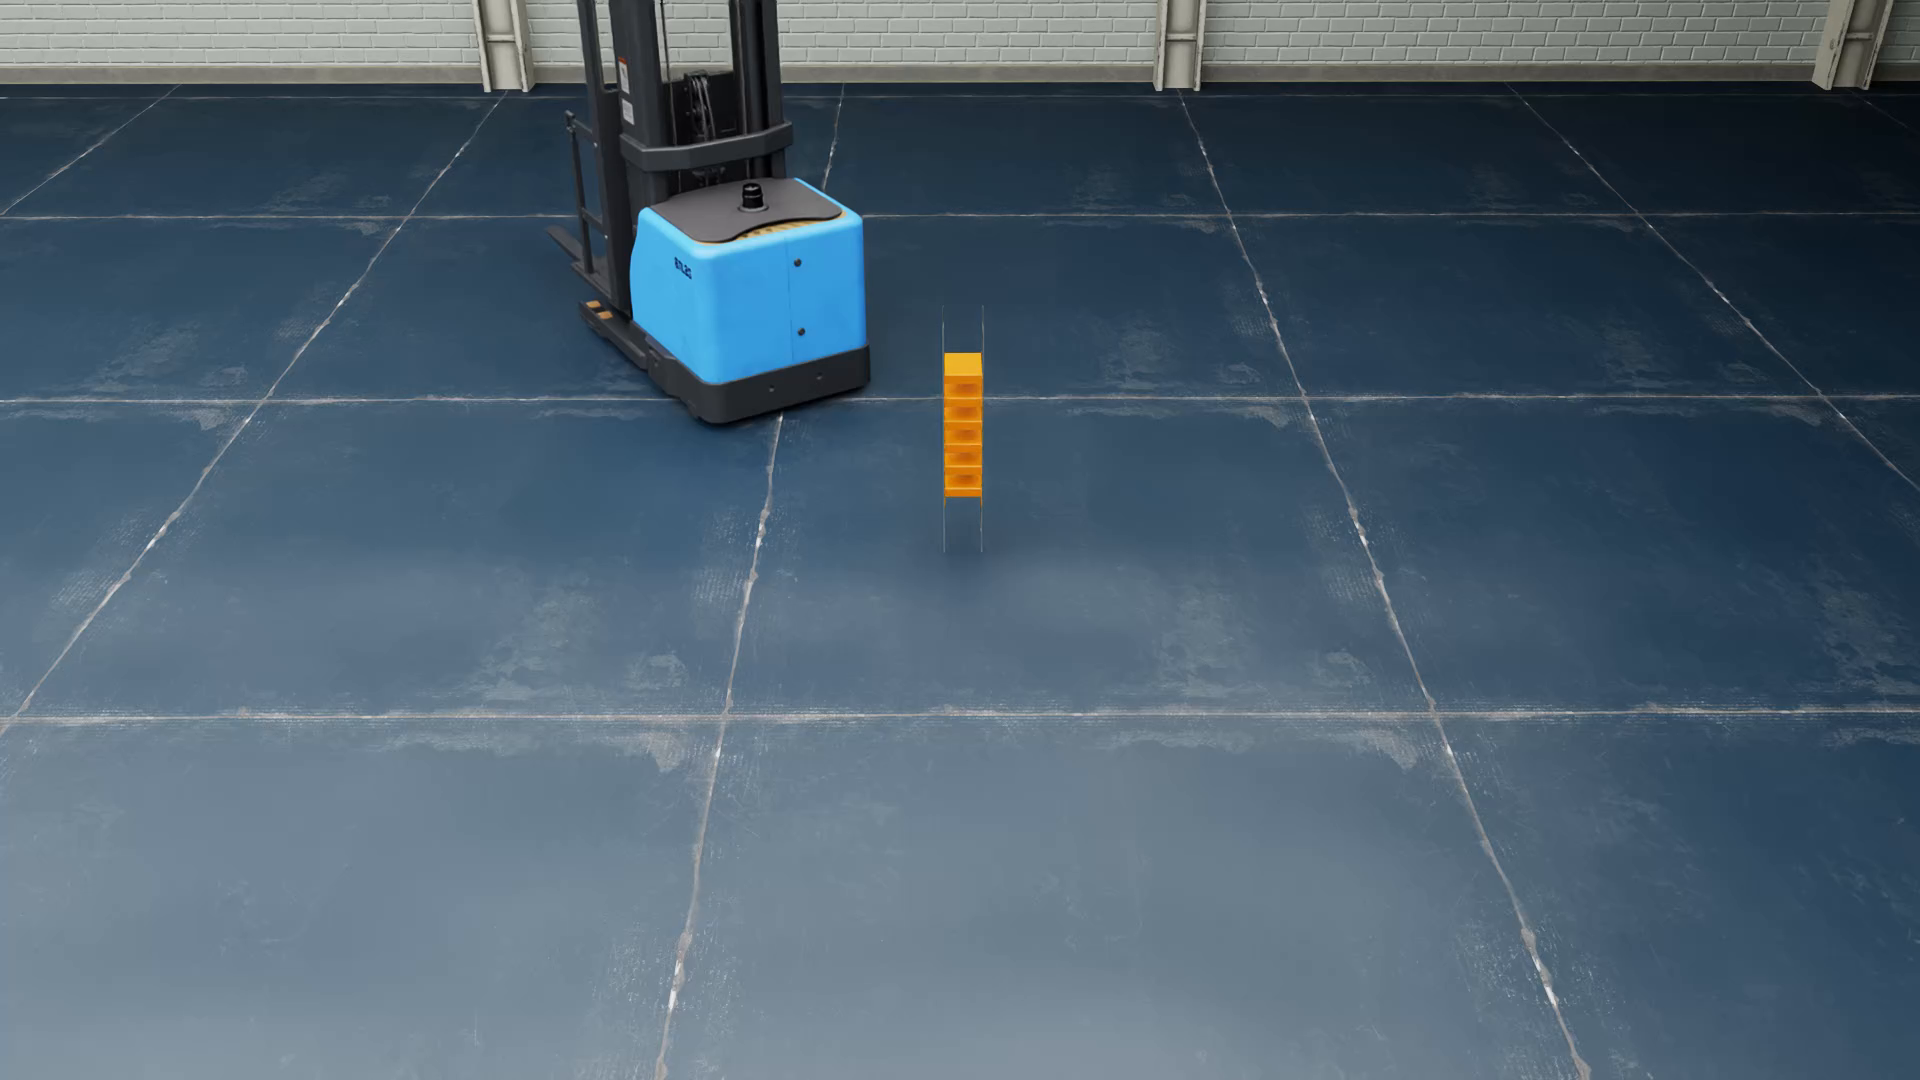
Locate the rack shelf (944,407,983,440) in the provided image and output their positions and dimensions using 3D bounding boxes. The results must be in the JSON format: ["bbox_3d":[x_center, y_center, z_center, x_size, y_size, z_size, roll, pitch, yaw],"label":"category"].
[{"bbox_3d":[0.014,-0.578,7.900,0.180,0.103,0.258,0,31,0],"label":"rack shelf"}]

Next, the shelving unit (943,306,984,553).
[{"bbox_3d":[0.014,-0.513,7.939,0.189,1.200,0.258,0,31,0],"label":"shelving unit"}]

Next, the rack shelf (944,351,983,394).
[{"bbox_3d":[0.014,-0.783,7.775,0.180,0.103,0.258,0,31,0],"label":"rack shelf"}]

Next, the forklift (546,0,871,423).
[{"bbox_3d":[-1.731,-2.622,9.745,1.130,2.935,3.031,-18,36,-27],"label":"forklift"}]

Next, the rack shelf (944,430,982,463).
[{"bbox_3d":[0.014,-0.475,7.962,0.180,0.103,0.258,0,31,0],"label":"rack shelf"}]

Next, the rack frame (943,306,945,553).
[{"bbox_3d":[-0.077,-0.513,7.938,0.006,1.200,0.240,0,31,0],"label":"rack frame"}]

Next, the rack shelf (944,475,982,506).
[{"bbox_3d":[0.014,-0.270,8.086,0.180,0.103,0.258,0,31,0],"label":"rack shelf"}]

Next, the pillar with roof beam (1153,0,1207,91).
[{"bbox_3d":[1.977,-5.713,8.990,0.400,9.000,9.100,0,31,0],"label":"pillar with roof beam"}]

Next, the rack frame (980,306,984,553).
[{"bbox_3d":[0.106,-0.513,7.939,0.006,1.200,0.240,0,31,0],"label":"rack frame"}]

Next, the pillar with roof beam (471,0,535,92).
[{"bbox_3d":[-4.023,-5.694,8.960,0.400,9.000,9.100,0,31,0],"label":"pillar with roof beam"}]

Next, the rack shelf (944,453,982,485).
[{"bbox_3d":[0.014,-0.372,8.024,0.180,0.103,0.258,0,31,0],"label":"rack shelf"}]

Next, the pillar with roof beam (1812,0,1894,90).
[{"bbox_3d":[7.977,-5.732,9.021,0.400,9.000,9.100,0,31,0],"label":"pillar with roof beam"}]

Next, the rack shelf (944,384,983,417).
[{"bbox_3d":[0.014,-0.680,7.837,0.180,0.103,0.258,0,31,0],"label":"rack shelf"}]
